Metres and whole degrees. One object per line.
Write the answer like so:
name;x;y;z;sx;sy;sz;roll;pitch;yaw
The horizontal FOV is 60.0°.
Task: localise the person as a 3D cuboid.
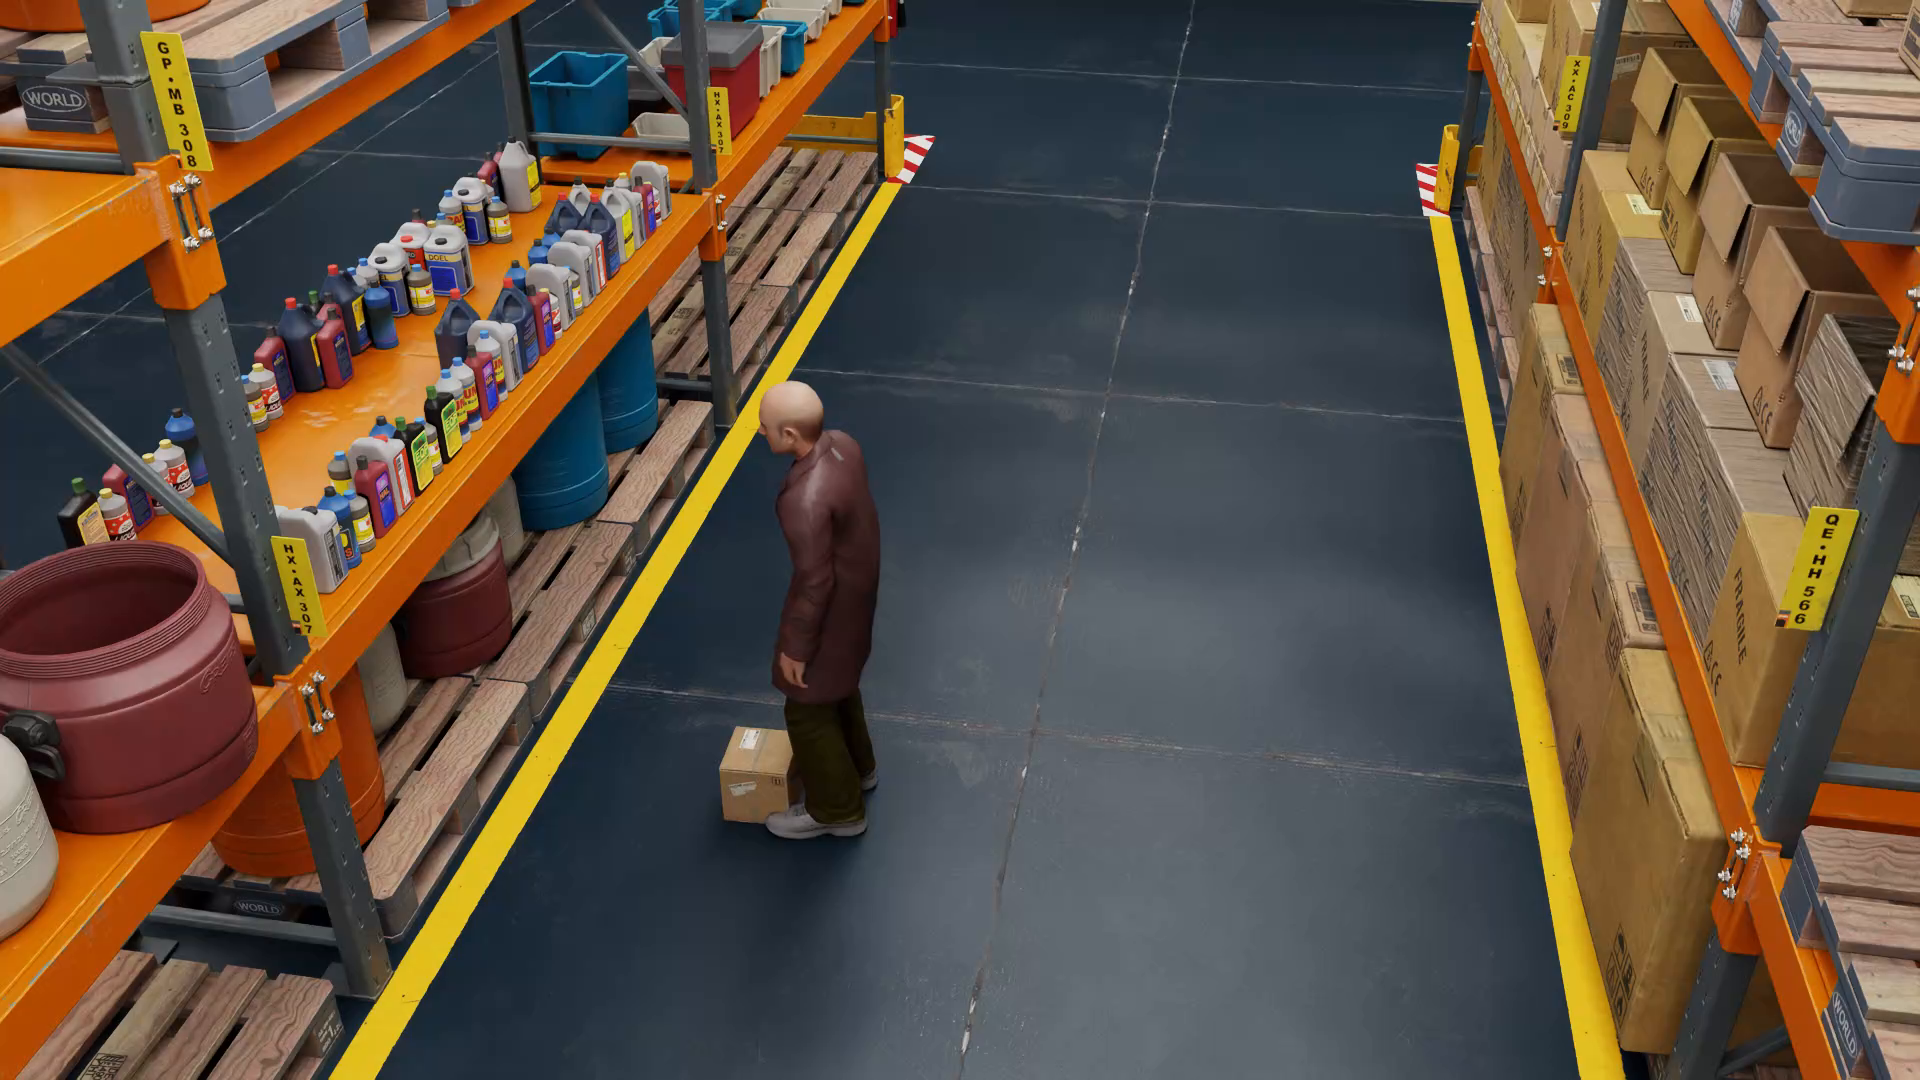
person;-0.486;0.248;5.754;0.428;1.773;0.641;5;32;8
